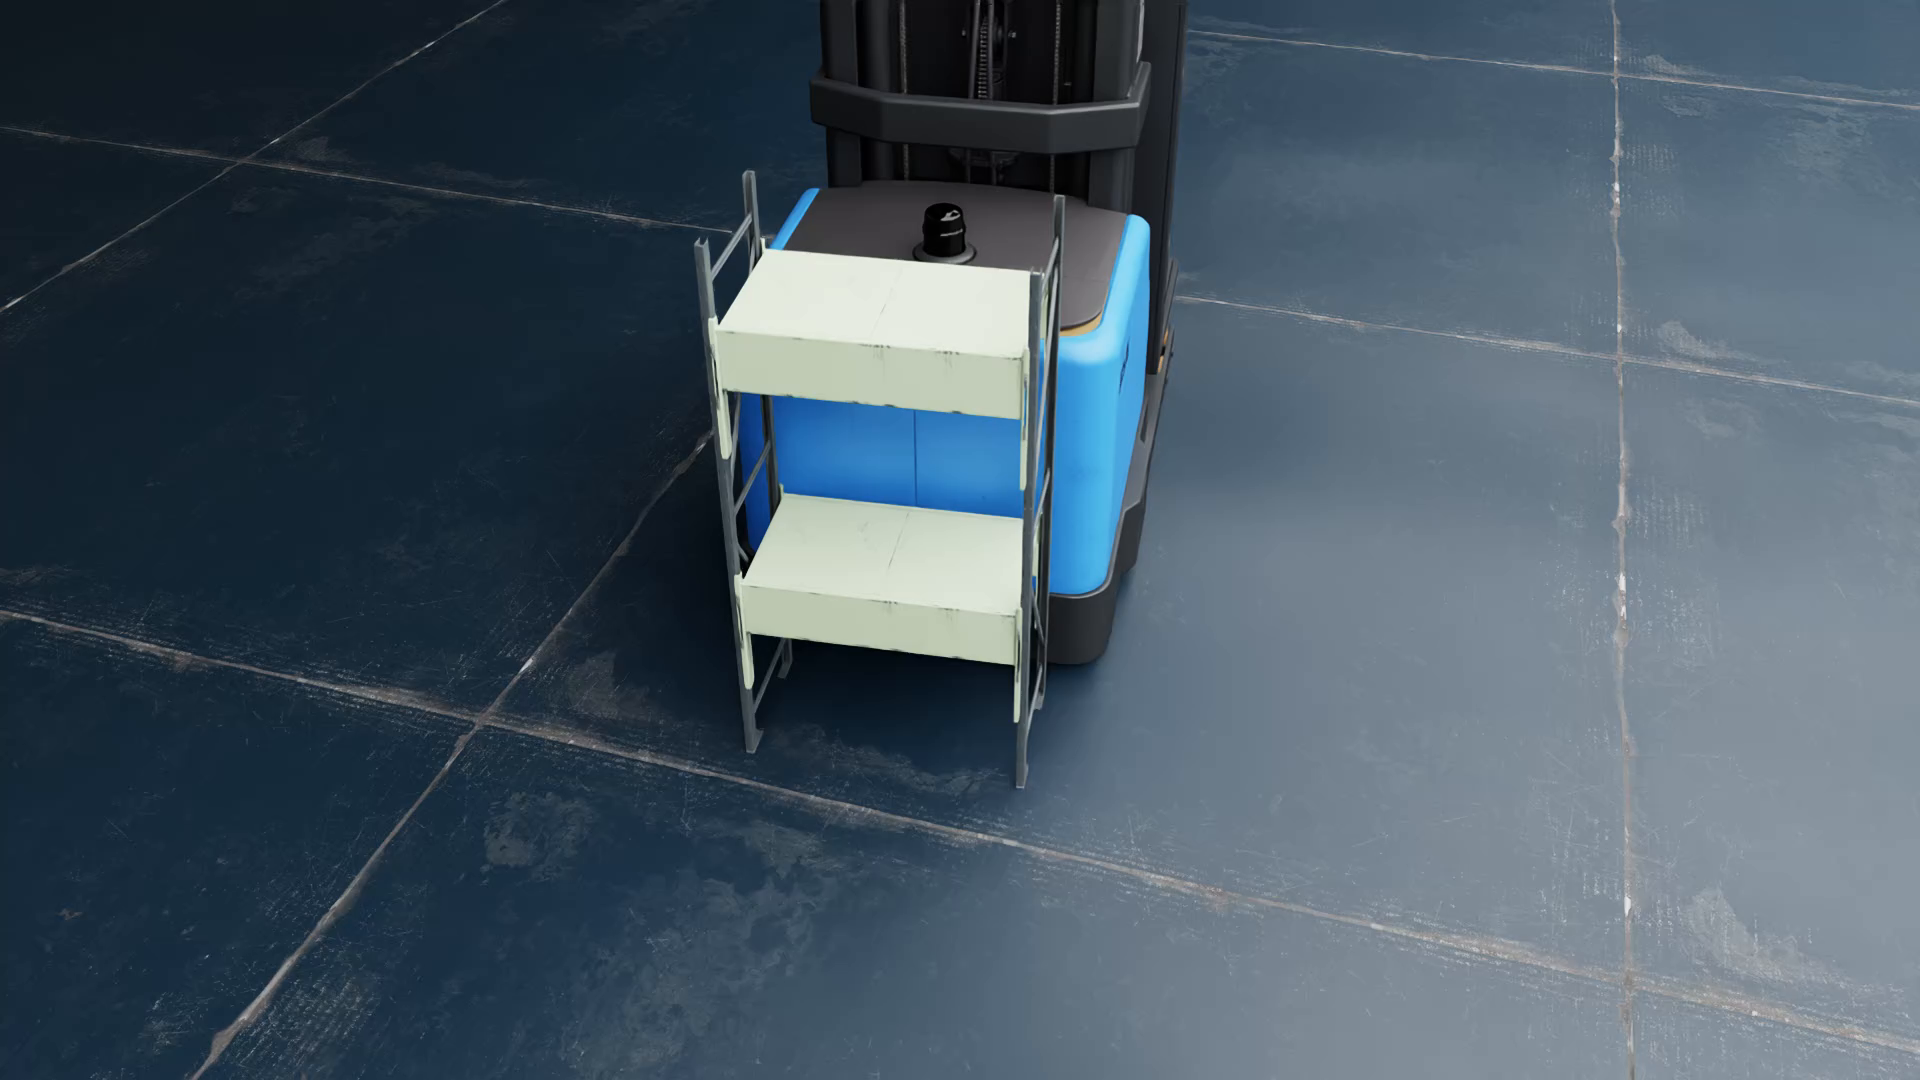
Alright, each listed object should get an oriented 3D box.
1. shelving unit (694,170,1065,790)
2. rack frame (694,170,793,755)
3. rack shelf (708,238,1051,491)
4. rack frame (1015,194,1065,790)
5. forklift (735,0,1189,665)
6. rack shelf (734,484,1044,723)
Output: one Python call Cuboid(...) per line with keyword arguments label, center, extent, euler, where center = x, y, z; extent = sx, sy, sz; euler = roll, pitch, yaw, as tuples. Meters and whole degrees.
Cuboid(label="shelving unit", center=(-0.167, -0.106, 4.128), extent=(0.755, 1.500, 0.431), euler=(6, 37, 8))
Cuboid(label="rack frame", center=(-0.527, -0.145, 4.182), extent=(0.023, 1.500, 0.400), euler=(6, 37, 8))
Cuboid(label="rack shelf", center=(-0.167, -0.420, 3.897), extent=(0.720, 0.370, 0.431), euler=(6, 37, 8))
Cuboid(label="rack frame", center=(0.193, -0.066, 4.075), extent=(0.023, 1.500, 0.400), euler=(6, 37, 8))
Cuboid(label="forklift", center=(0.173, -1.702, 5.090), extent=(1.130, 2.935, 3.031), euler=(7, 37, 9))
Cuboid(label="rack shelf", center=(-0.167, 0.157, 4.322), extent=(0.720, 0.370, 0.431), euler=(6, 37, 8))
